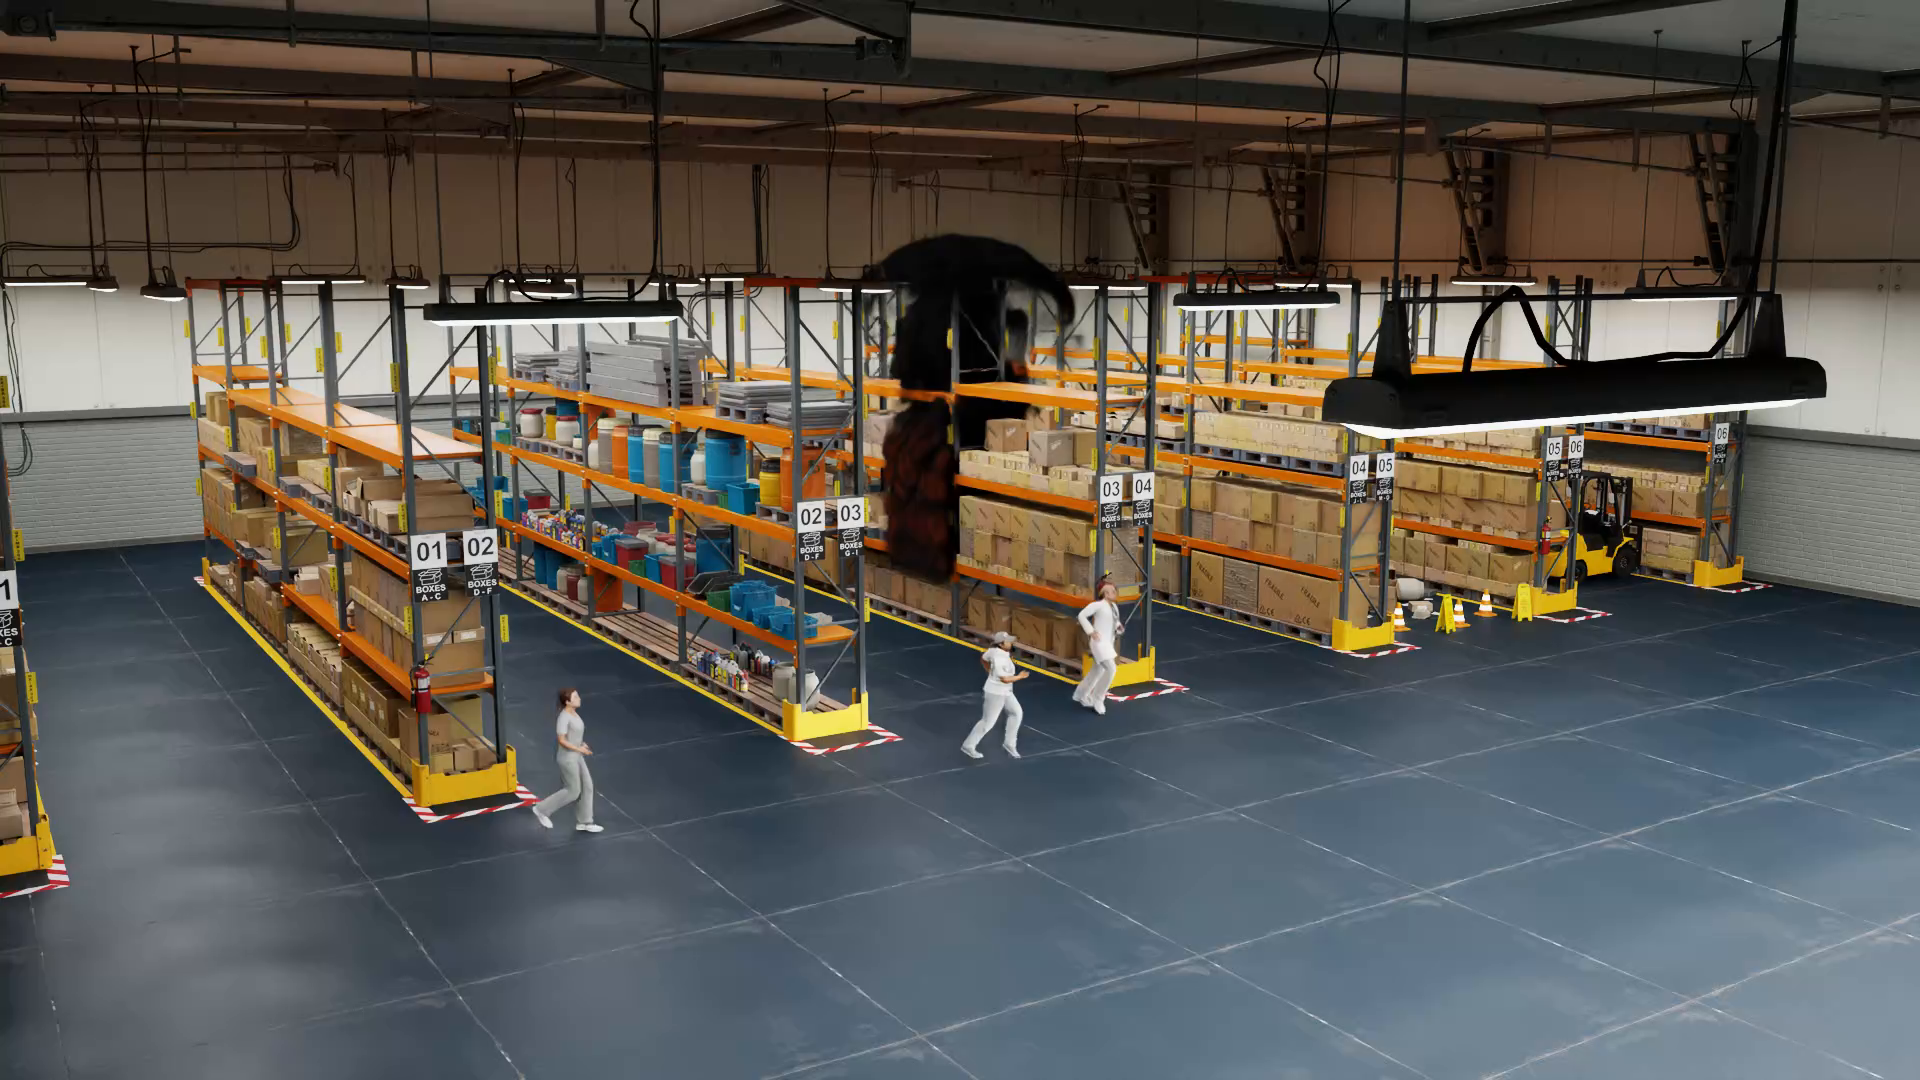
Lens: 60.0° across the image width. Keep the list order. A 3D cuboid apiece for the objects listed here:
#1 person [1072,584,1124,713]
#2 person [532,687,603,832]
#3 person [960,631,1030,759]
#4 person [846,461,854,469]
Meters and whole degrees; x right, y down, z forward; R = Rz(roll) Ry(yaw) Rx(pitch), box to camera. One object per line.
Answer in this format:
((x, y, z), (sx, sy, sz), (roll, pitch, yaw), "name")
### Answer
((2.003, 1.530, 23.745), (0.733, 1.811, 0.714), (5, 11, 27), "person")
((-4.382, 2.447, 18.528), (0.763, 1.666, 0.590), (0, 10, -1), "person")
((0.450, 1.995, 21.218), (0.875, 1.712, 0.610), (0, 10, 3), "person")
((-2.847, -1.423, 41.280), (0.750, 1.750, 0.915), (8, 12, 39), "person")
